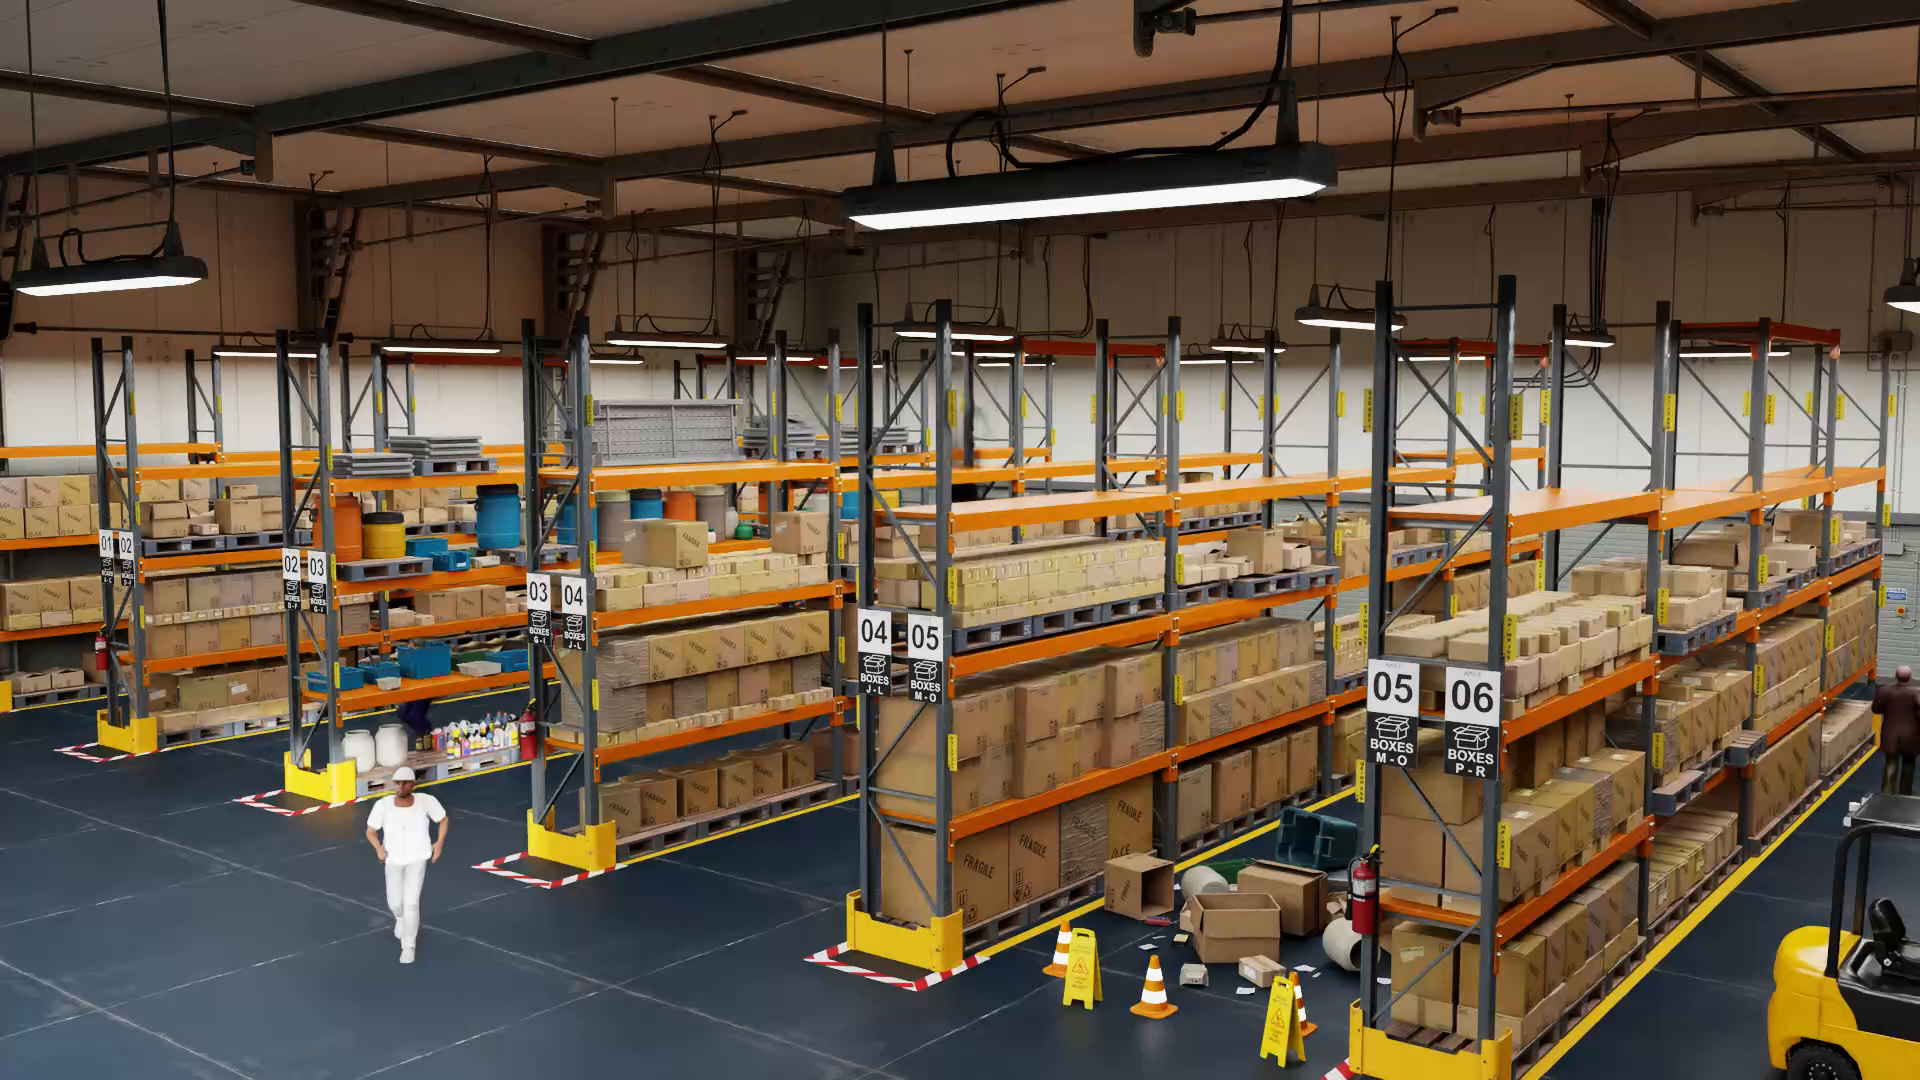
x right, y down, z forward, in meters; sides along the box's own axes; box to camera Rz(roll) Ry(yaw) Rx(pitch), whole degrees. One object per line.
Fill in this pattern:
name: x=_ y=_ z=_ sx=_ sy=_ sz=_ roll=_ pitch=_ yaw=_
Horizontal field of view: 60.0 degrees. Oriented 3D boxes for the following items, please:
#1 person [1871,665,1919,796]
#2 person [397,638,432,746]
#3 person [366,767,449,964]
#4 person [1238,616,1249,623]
person: x=11.738 y=2.468 z=20.743 sx=0.694 sy=1.822 sz=0.877 roll=4 pitch=6 yaw=37
person: x=-7.989 y=2.239 z=24.370 sx=0.588 sy=1.612 sz=0.574 roll=4 pitch=7 yaw=41
person: x=-5.118 y=2.957 z=15.411 sx=0.726 sy=1.758 sz=0.782 roll=-1 pitch=5 yaw=-10
person: x=4.658 y=2.018 z=27.145 sx=0.508 sy=1.582 sz=0.822 roll=3 pitch=6 yaw=27
